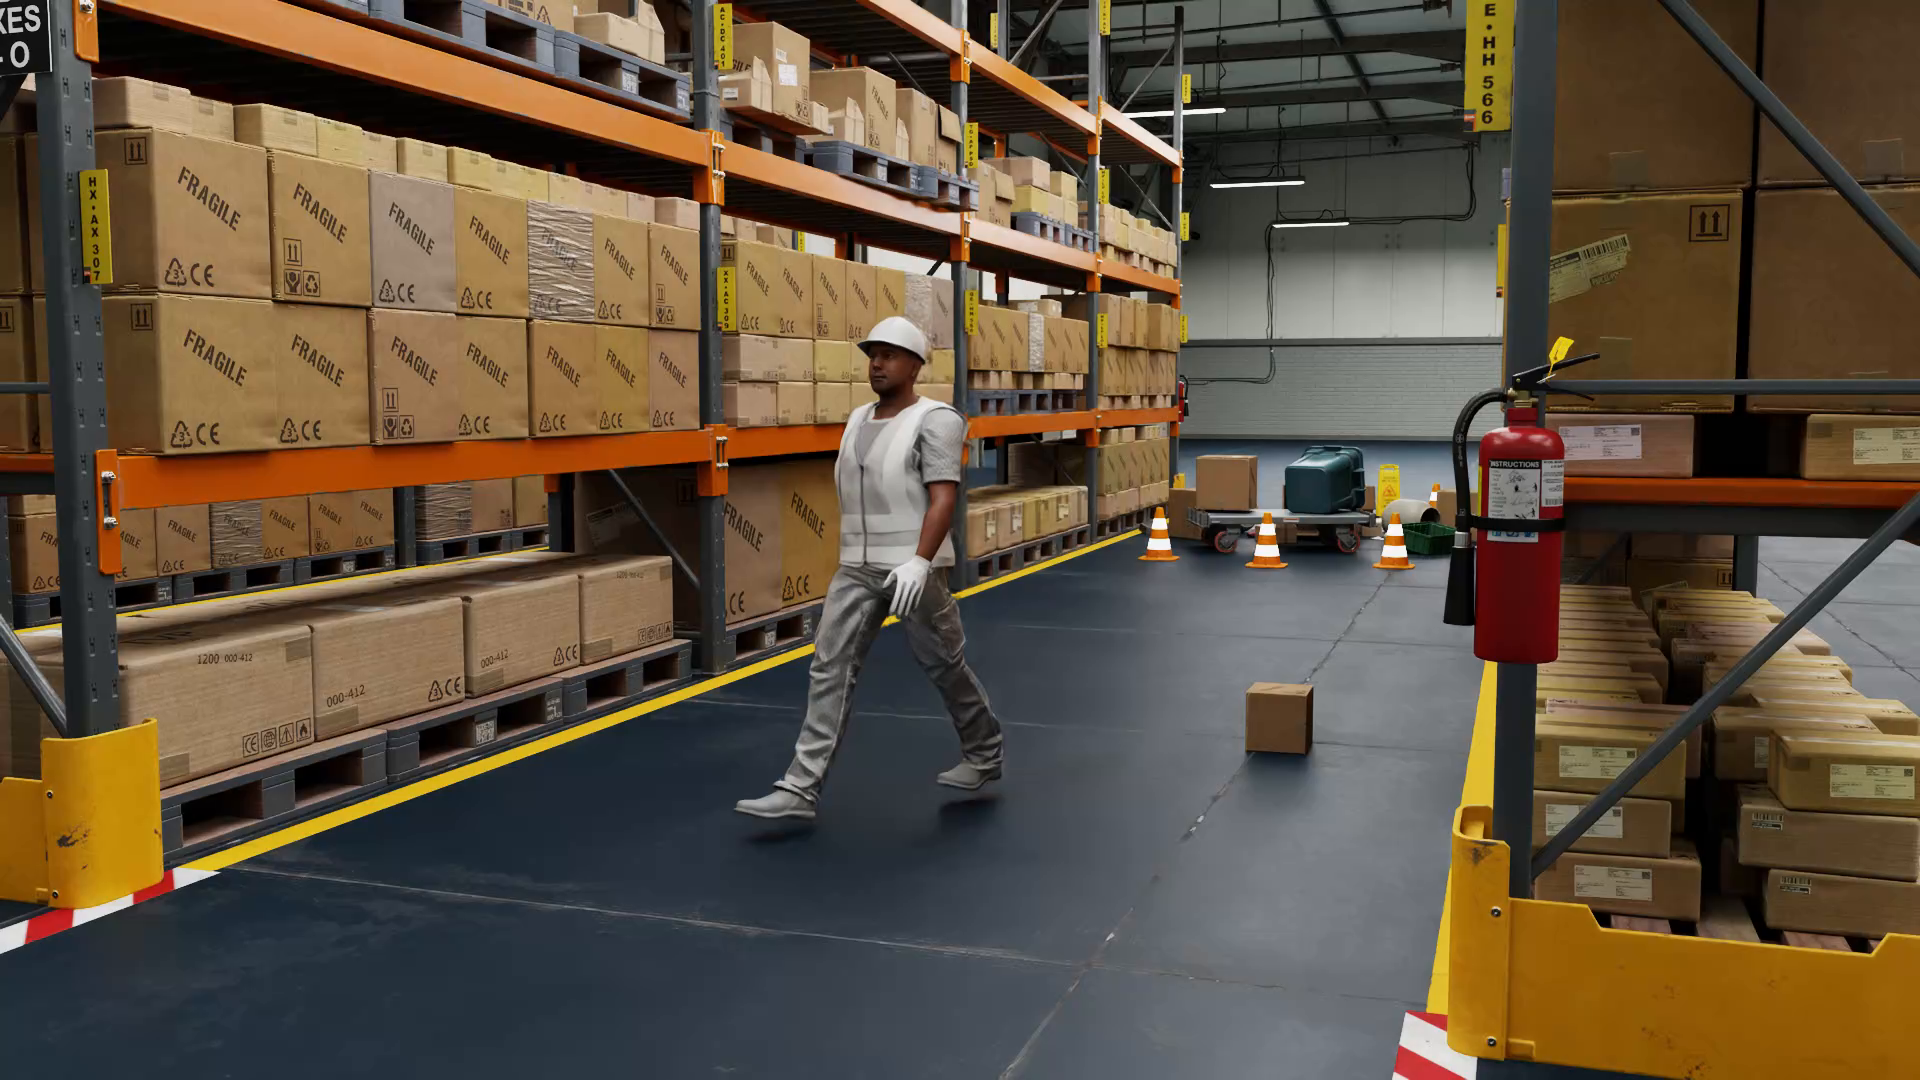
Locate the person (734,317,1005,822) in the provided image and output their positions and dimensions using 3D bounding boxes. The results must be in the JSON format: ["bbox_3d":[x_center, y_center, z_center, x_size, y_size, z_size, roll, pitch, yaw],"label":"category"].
[{"bbox_3d":[-0.276,0.092,5.765,0.597,1.726,1.083,4,7,38],"label":"person"}]
